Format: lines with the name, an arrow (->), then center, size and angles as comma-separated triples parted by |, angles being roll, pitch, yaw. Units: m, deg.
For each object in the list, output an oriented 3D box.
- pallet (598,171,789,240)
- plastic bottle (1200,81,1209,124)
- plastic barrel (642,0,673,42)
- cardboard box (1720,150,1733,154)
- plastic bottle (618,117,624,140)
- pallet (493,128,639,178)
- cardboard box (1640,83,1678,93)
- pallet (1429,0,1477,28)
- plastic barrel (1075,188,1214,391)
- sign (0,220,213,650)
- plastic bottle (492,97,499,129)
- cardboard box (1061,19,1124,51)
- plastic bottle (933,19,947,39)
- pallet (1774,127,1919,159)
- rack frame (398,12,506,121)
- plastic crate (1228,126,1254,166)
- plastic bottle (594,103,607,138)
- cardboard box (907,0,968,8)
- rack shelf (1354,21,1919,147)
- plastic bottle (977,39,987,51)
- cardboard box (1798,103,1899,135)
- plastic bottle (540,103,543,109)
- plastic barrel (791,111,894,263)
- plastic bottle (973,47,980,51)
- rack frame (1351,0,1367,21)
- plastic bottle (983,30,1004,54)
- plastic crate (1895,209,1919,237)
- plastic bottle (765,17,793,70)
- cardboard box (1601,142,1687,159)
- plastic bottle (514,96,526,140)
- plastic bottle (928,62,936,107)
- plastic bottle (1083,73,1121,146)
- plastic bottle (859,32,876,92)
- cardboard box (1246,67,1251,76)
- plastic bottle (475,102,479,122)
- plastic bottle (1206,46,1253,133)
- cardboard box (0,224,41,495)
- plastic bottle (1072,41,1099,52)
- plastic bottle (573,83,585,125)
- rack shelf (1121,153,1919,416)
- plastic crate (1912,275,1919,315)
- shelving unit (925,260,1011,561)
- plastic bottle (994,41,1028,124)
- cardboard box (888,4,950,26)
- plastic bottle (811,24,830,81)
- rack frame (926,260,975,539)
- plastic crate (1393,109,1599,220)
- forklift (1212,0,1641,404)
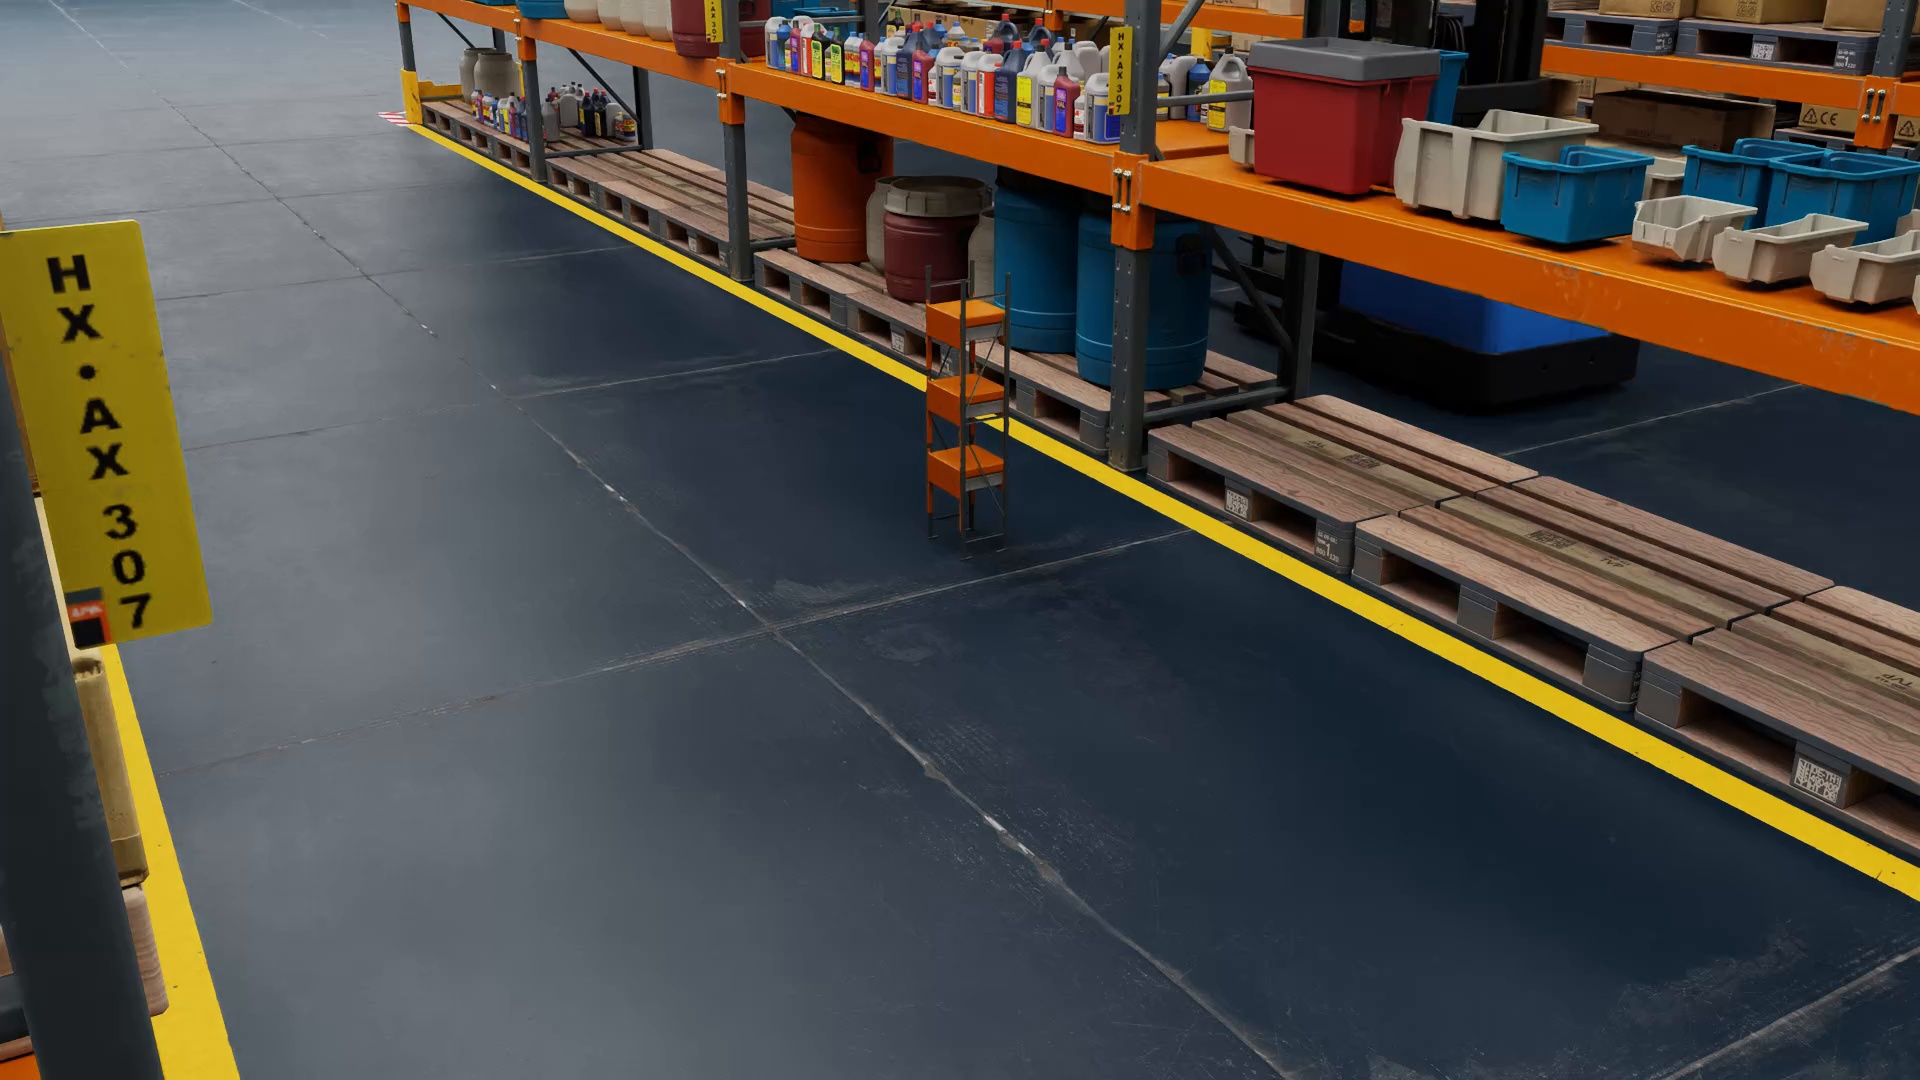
pallet -> -1.935, -2.435, 12.022 | 1.003, 0.211, 1.213 | -13, 25, -28
plastic bottle -> 1.126, -1.965, 7.427 | 0.097, 0.201, 0.097 | 0, 22, 0
plastic barrel -> -1.878, -3.554, 10.924 | 0.421, 0.512, 0.421 | 0, 22, 0
cardboard box -> 5.030, -2.151, 10.355 | 0.500, 0.500, 0.500 | -12, 25, -27
plastic bottle -> -2.835, -3.497, 14.063 | 0.097, 0.201, 0.097 | 0, 22, 0
pallet -> -3.304, -3.303, 14.157 | 1.003, 0.211, 1.213 | -13, 25, -28
cardboard box -> 6.987, -4.438, 15.982 | 0.700, 0.500, 0.500 | -13, 25, -28
pallet -> 3.713, -3.731, 11.762 | 1.213, 0.211, 1.003 | -13, 25, -28
plastic barrel -> 0.826, -1.181, 7.463 | 0.600, 0.901, 0.708 | -13, 25, -28
sign -> -0.645, -0.074, 1.256 | 0.100, 0.325, 0.005 | -13, 25, -28
plastic bottle -> -4.052, -3.748, 14.588 | 0.097, 0.271, 0.097 | 0, 22, 0
cardboard box -> 1.295, -4.799, 16.233 | 0.500, 0.500, 0.500 | -13, 25, -28
plastic bottle -> -0.120, -2.787, 9.356 | 0.097, 0.271, 0.097 | 0, 22, 0
pallet -> 7.901, -3.418, 14.441 | 1.003, 0.211, 1.213 | -13, 25, -28
rack frame -> -5.040, -5.664, 16.263 | 1.000, 3.000, 0.127 | -13, 25, -28
plastic crate -> 1.204, -1.507, 6.306 | 0.396, 0.136, 0.243 | -13, 25, -28
plastic bottle -> -3.063, -3.581, 14.161 | 0.061, 0.283, 0.133 | -13, 25, -28
cardboard box -> -0.250, -5.767, 18.615 | 0.500, 0.500, 0.500 | -13, 25, -28
rack shelf -> 4.328, -3.045, 10.775 | 1.077, 0.370, 4.000 | -13, 25, -28
plastic bottle -> 0.129, -2.597, 8.982 | 0.097, 0.201, 0.097 | 0, 22, 0
cardboard box -> 7.826, -3.915, 14.258 | 0.750, 0.750, 0.750 | -13, 25, -29
plastic bottle -> -3.557, -3.563, 14.127 | 0.152, 0.276, 0.135 | -13, 25, -28
plastic barrel -> -0.689, -2.108, 9.840 | 0.600, 0.830, 0.708 | -13, 25, -28
plastic bottle -> 0.076, -2.215, 7.949 | 0.097, 0.271, 0.097 | 0, 22, 0
rack frame -> 3.306, -4.026, 12.233 | 1.000, 3.000, 0.127 | -13, 25, -28
plastic bottle -> 0.174, -2.514, 8.667 | 0.061, 0.283, 0.133 | -13, 25, -28
plastic crate -> 2.850, -0.873, 4.746 | 0.250, 0.136, 0.298 | -13, 25, -28
plastic bottle -> -1.011, -2.815, 9.417 | 0.152, 0.276, 0.135 | -13, 25, -28
cardboard box -> 4.350, -2.205, 10.489 | 0.500, 0.500, 0.500 | -12, 25, -28
plastic bottle -> -3.672, -3.561, 14.022 | 0.144, 0.351, 0.185 | -14, 26, -31
plastic bottle -> -0.104, -2.185, 7.968 | 0.097, 0.201, 0.097 | 0, 22, 0
plastic bottle -> 0.610, -1.787, 6.890 | 0.152, 0.276, 0.135 | -13, 25, -28
plastic bottle -> -0.460, -2.435, 8.474 | 0.061, 0.283, 0.133 | -13, 25, -28
cardboard box -> 2.494, -3.933, 14.352 | 0.500, 0.311, 0.500 | -13, 25, -29
plastic bottle -> -4.329, -3.891, 15.033 | 0.097, 0.201, 0.097 | 0, 22, 0
plastic bottle -> 1.168, -1.946, 7.181 | 0.144, 0.351, 0.185 | -13, 25, -28
cardboard box -> -1.394, -0.317, 1.916 | 0.500, 0.500, 0.500 | -13, 26, -30
plastic bottle -> 0.589, -2.320, 8.200 | 0.152, 0.276, 0.135 | -13, 25, -28
plastic bottle -> -3.366, -3.886, 14.821 | 0.144, 0.351, 0.185 | -13, 25, -29
rack shelf -> 2.111, -0.799, 5.248 | 1.077, 0.370, 4.000 | -13, 25, -28
plastic crate -> 2.560, -0.619, 4.122 | 0.396, 0.136, 0.243 | -13, 25, -28
shelving unit -> 0.027, -0.469, 6.071 | 0.215, 1.050, 0.252 | -13, 25, -28
plastic bottle -> 0.244, -2.051, 7.440 | 0.144, 0.351, 0.185 | -13, 25, -28
cardboard box -> -0.440, -5.506, 17.972 | 0.500, 0.500, 0.500 | -13, 25, -28
plastic bottle -> -0.745, -2.616, 8.919 | 0.061, 0.283, 0.133 | -13, 25, -28
rack frame -> -0.035, -0.509, 6.168 | 0.200, 1.050, 0.008 | -13, 25, -28
plastic crate -> 1.711, -1.223, 5.414 | 0.437, 0.282, 0.530 | -13, 25, -28
forklift -> 2.168, -2.500, 8.568 | 1.130, 2.935, 3.031 | -11, 24, -25
